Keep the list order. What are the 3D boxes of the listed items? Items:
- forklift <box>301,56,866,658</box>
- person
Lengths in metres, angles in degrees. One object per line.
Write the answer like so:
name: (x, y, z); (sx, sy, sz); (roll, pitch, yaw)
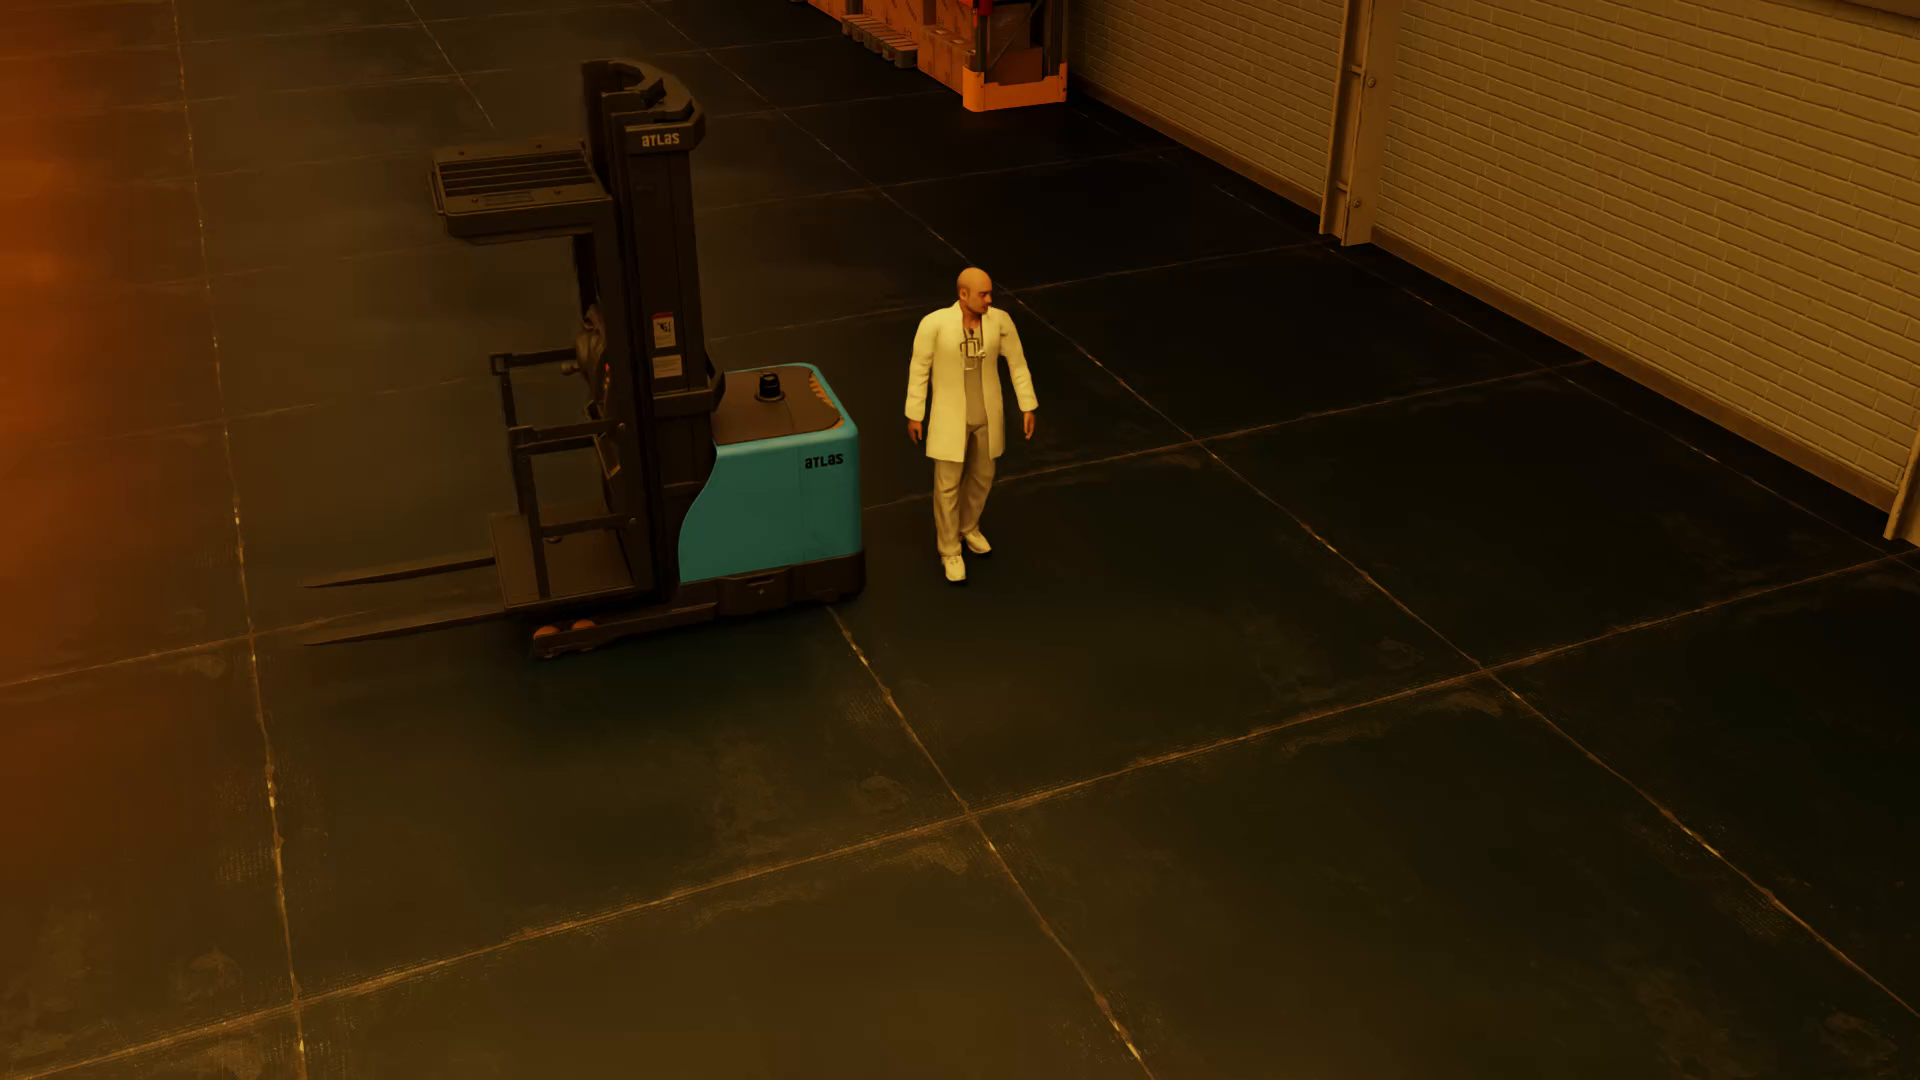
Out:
forklift: (-2.112, -0.934, 8.753); (3.031, 2.935, 1.130); (-10, 31, -16)
person: (0.092, -0.672, 9.477); (0.752, 1.764, 0.657); (-10, 31, -17)
